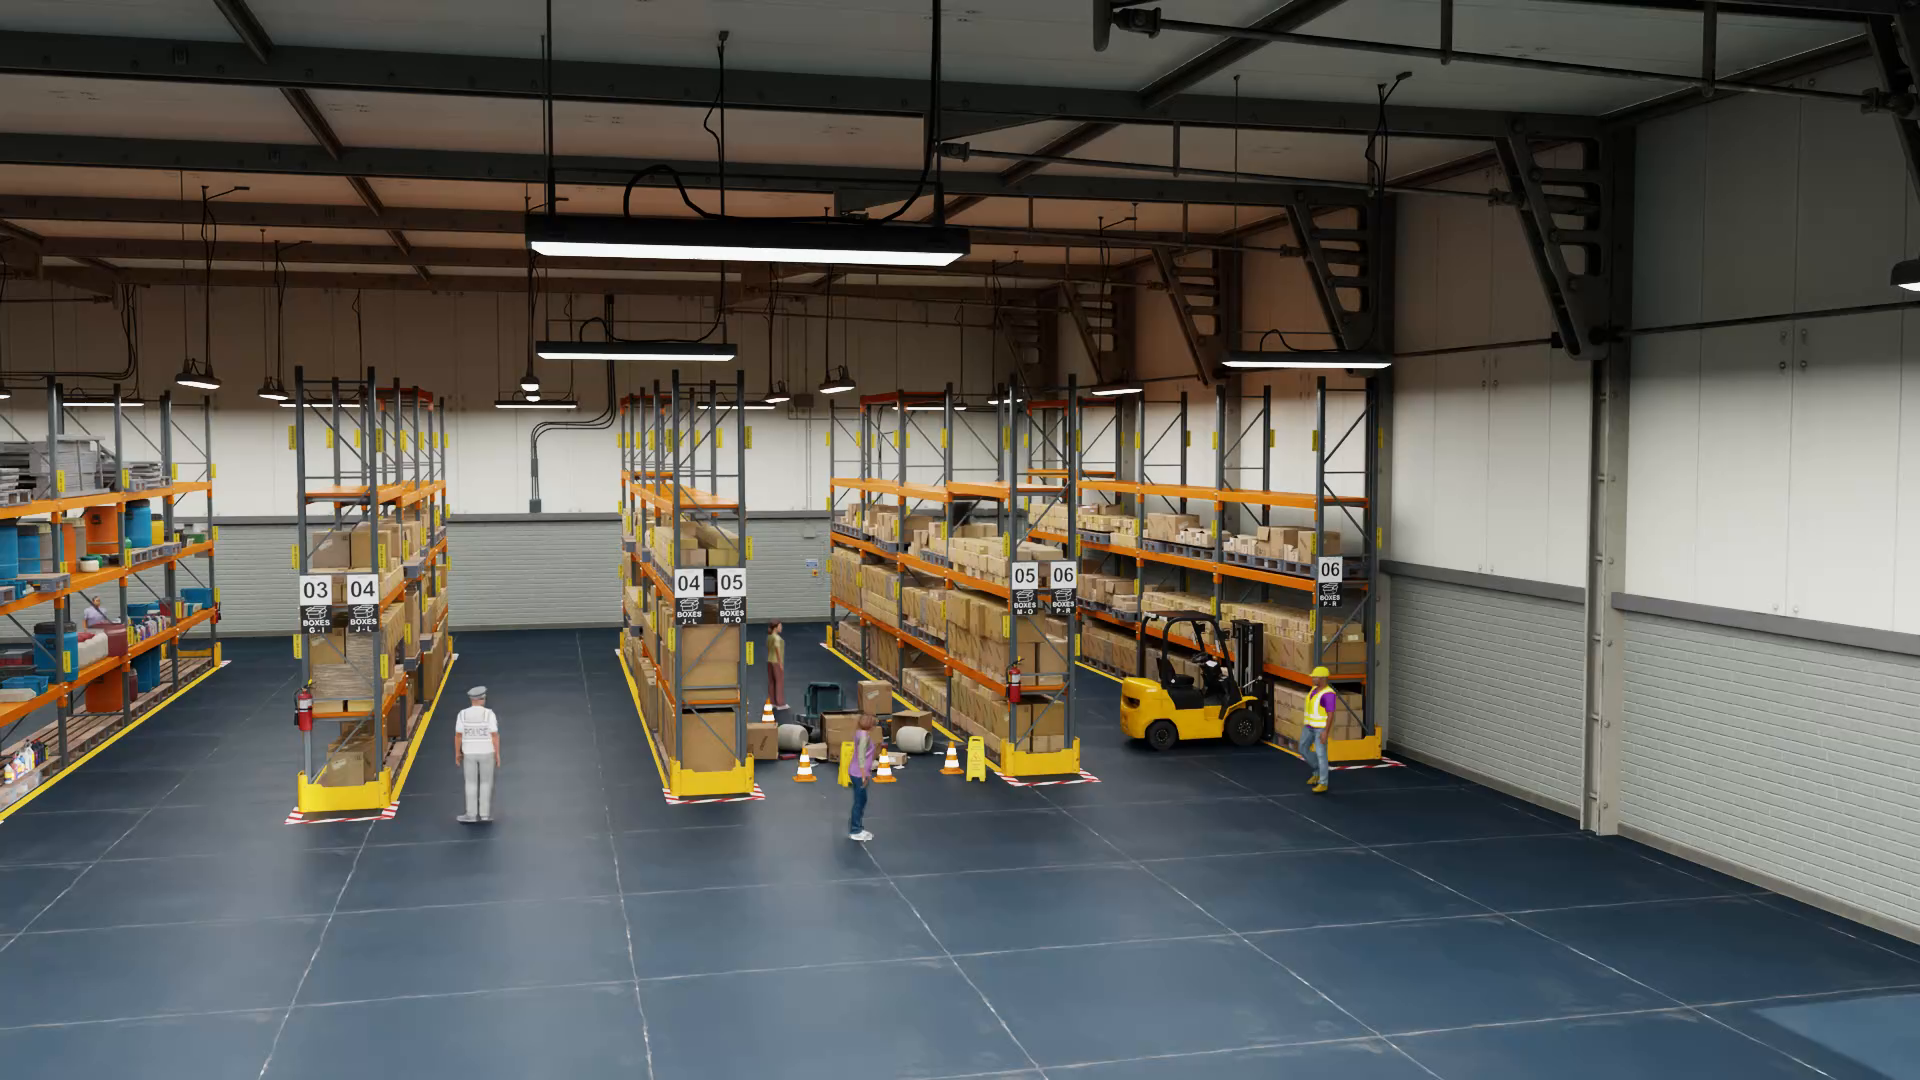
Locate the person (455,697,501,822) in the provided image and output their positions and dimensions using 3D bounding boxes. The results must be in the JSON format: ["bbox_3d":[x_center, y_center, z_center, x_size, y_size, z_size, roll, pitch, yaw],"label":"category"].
[{"bbox_3d":[-6.338,2.843,21.856,0.602,1.757,0.419,0,3,-4],"label":"person"}]

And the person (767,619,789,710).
[{"bbox_3d":[-3.395,2.312,30.949,0.398,1.675,0.493,-2,4,-35],"label":"person"}]

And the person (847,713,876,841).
[{"bbox_3d":[-1.234,2.965,20.854,0.362,1.605,0.440,0,3,-6],"label":"person"}]

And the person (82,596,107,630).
[{"bbox_3d":[-18.907,2.036,36.393,0.459,1.594,0.928,0,3,-7],"label":"person"}]

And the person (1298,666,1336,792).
[{"bbox_3d":[5.132,2.687,23.846,0.492,1.768,0.653,-2,4,-25],"label":"person"}]
